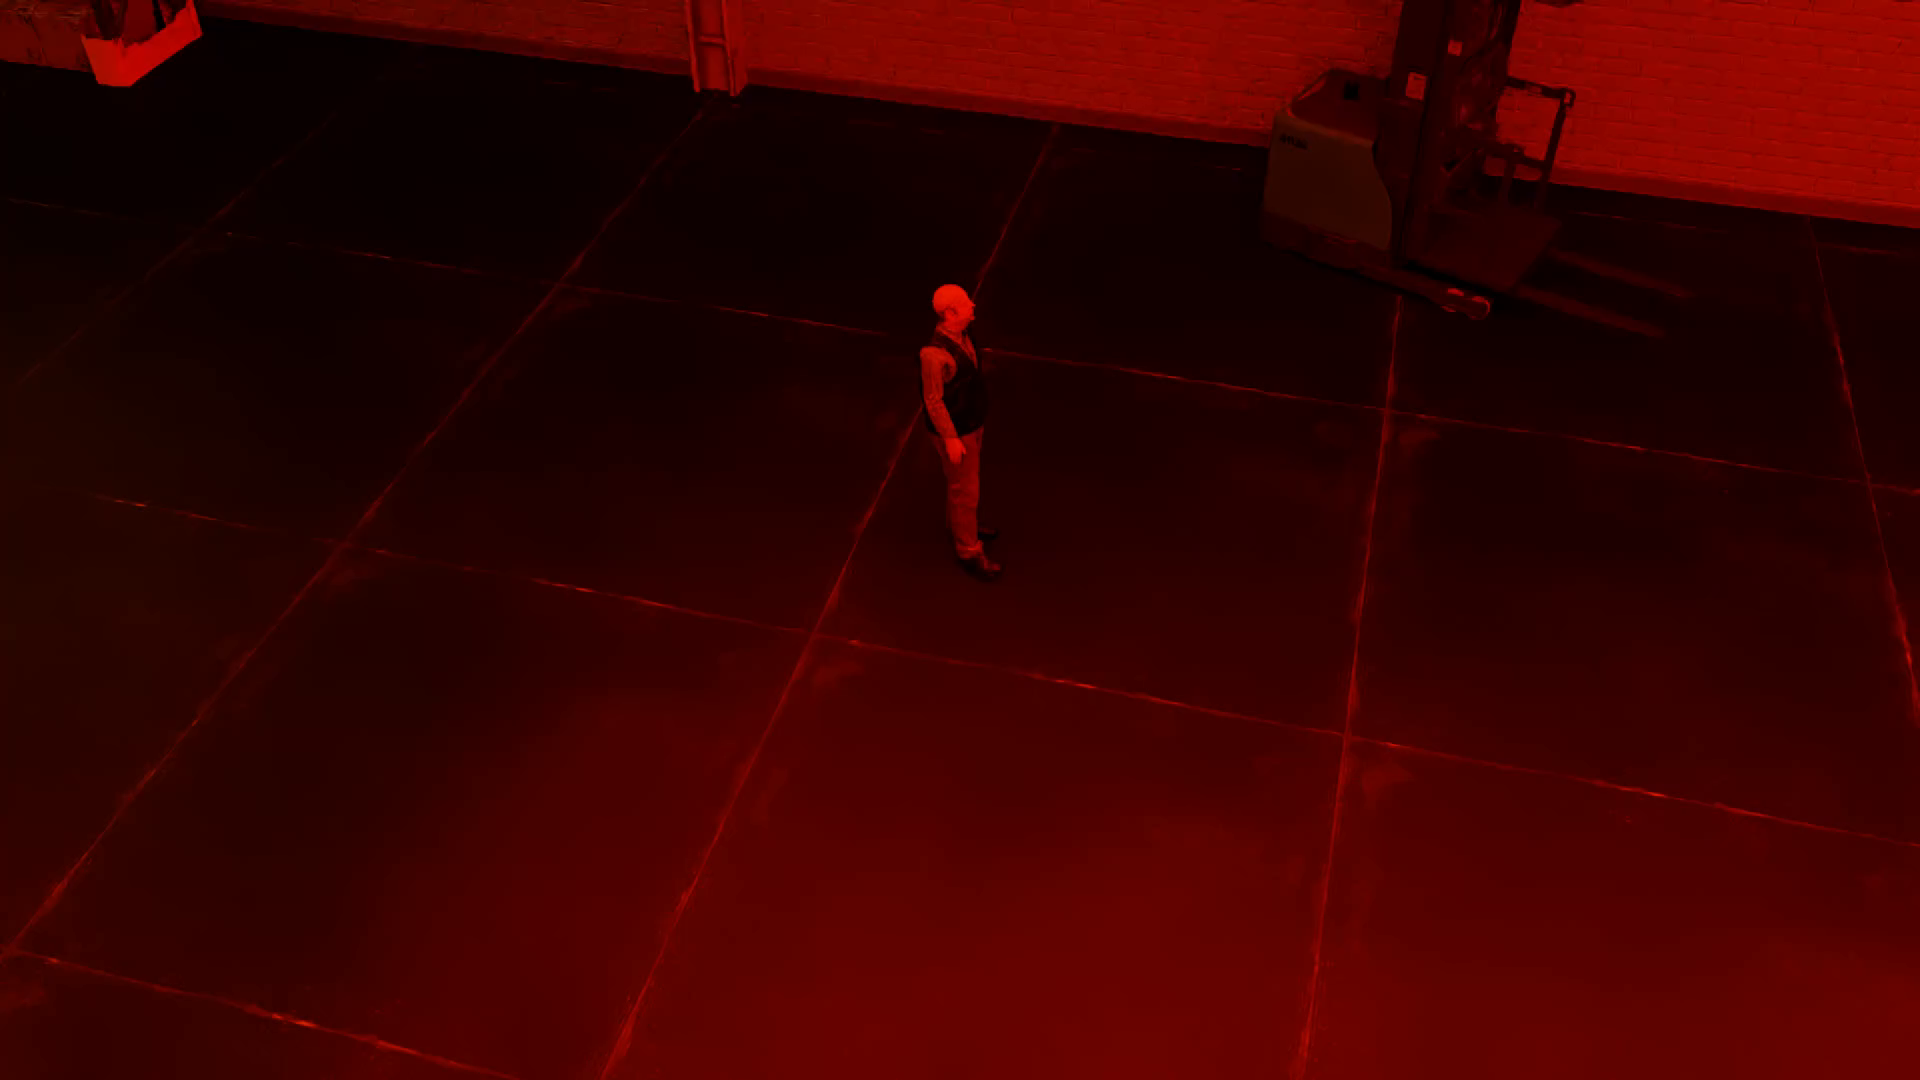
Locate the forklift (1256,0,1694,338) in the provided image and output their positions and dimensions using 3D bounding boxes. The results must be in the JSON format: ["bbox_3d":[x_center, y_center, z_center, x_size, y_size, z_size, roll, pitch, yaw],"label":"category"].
[{"bbox_3d":[3.747,-3.068,11.362,3.031,2.935,1.130,25,47,26],"label":"forklift"}]

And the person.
[{"bbox_3d":[0.058,-0.667,9.469,0.567,1.720,0.632,10,42,11],"label":"person"}]
